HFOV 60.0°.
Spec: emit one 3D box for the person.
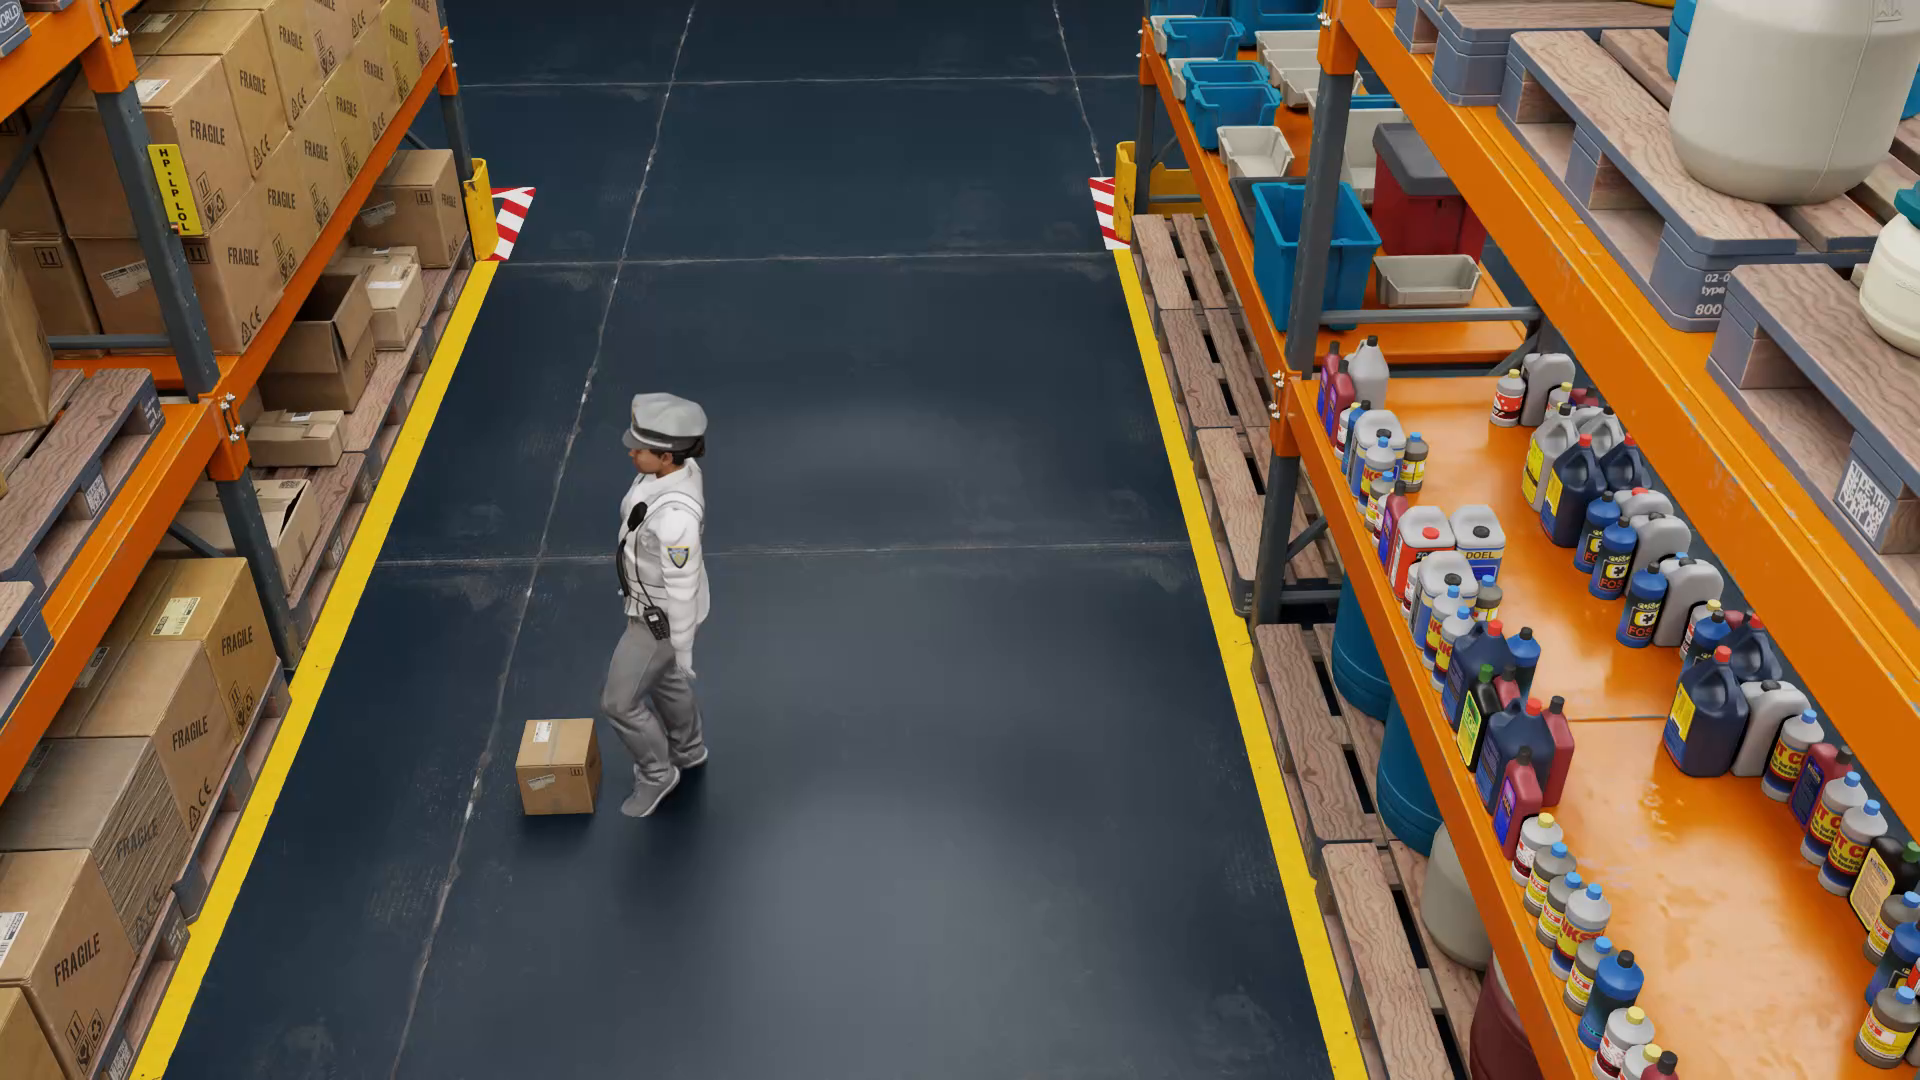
[{"bbox_3d":[-1.047,0.261,5.792,0.472,1.747,0.528,-5,36,-6],"label":"person"}]
